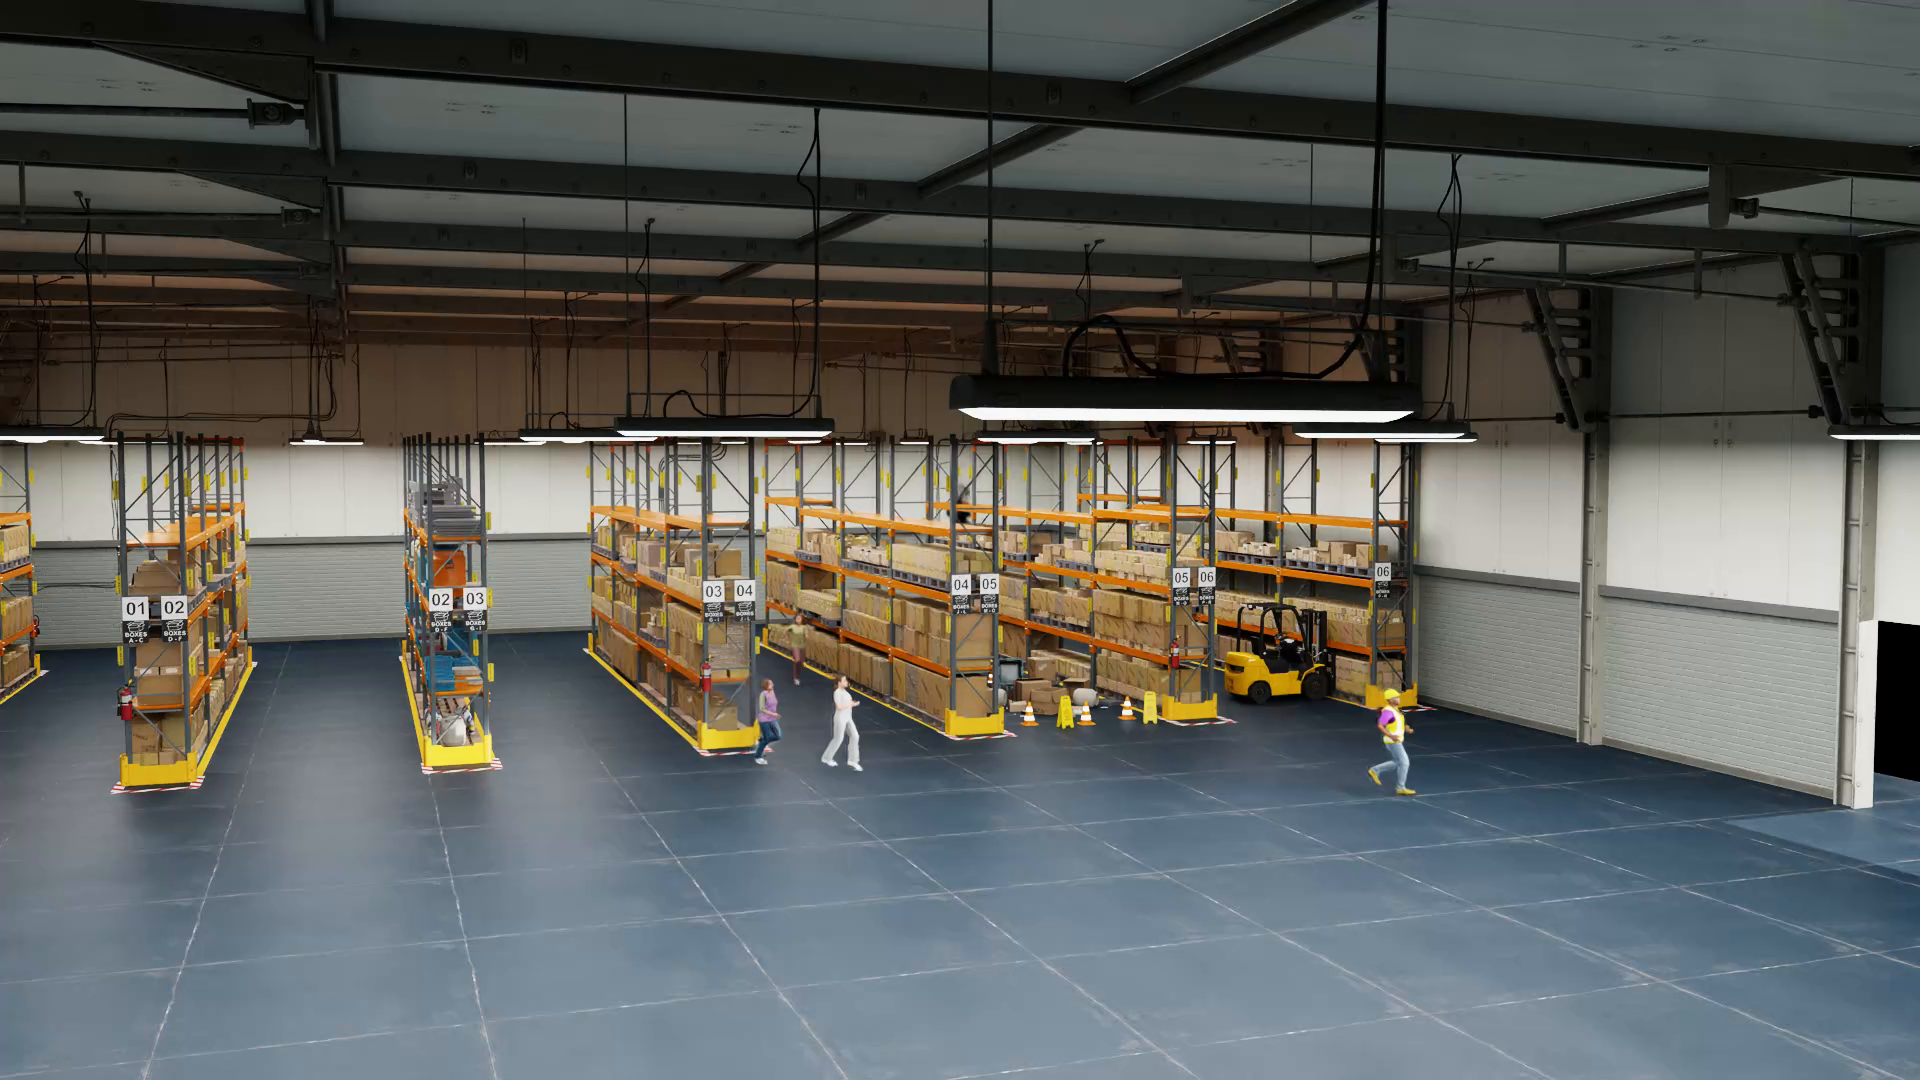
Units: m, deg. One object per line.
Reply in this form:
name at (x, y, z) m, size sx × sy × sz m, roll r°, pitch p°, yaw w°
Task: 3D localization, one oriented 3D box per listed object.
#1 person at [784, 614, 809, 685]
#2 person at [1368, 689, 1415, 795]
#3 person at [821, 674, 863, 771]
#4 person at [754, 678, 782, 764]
person at (-3.938, 2.651, 40.365) m, size 0.543 × 1.720 × 0.723 m, roll -2°, pitch 4°, yaw -27°
person at (7.141, 3.332, 27.507) m, size 0.795 × 1.732 × 0.711 m, roll 1°, pitch 3°, yaw 25°
person at (-2.106, 3.236, 29.556) m, size 0.758 × 1.716 × 0.552 m, roll 1°, pitch 3°, yaw 20°
person at (-3.447, 3.280, 30.138) m, size 0.609 × 1.560 × 0.573 m, roll 2°, pitch 4°, yaw 27°
